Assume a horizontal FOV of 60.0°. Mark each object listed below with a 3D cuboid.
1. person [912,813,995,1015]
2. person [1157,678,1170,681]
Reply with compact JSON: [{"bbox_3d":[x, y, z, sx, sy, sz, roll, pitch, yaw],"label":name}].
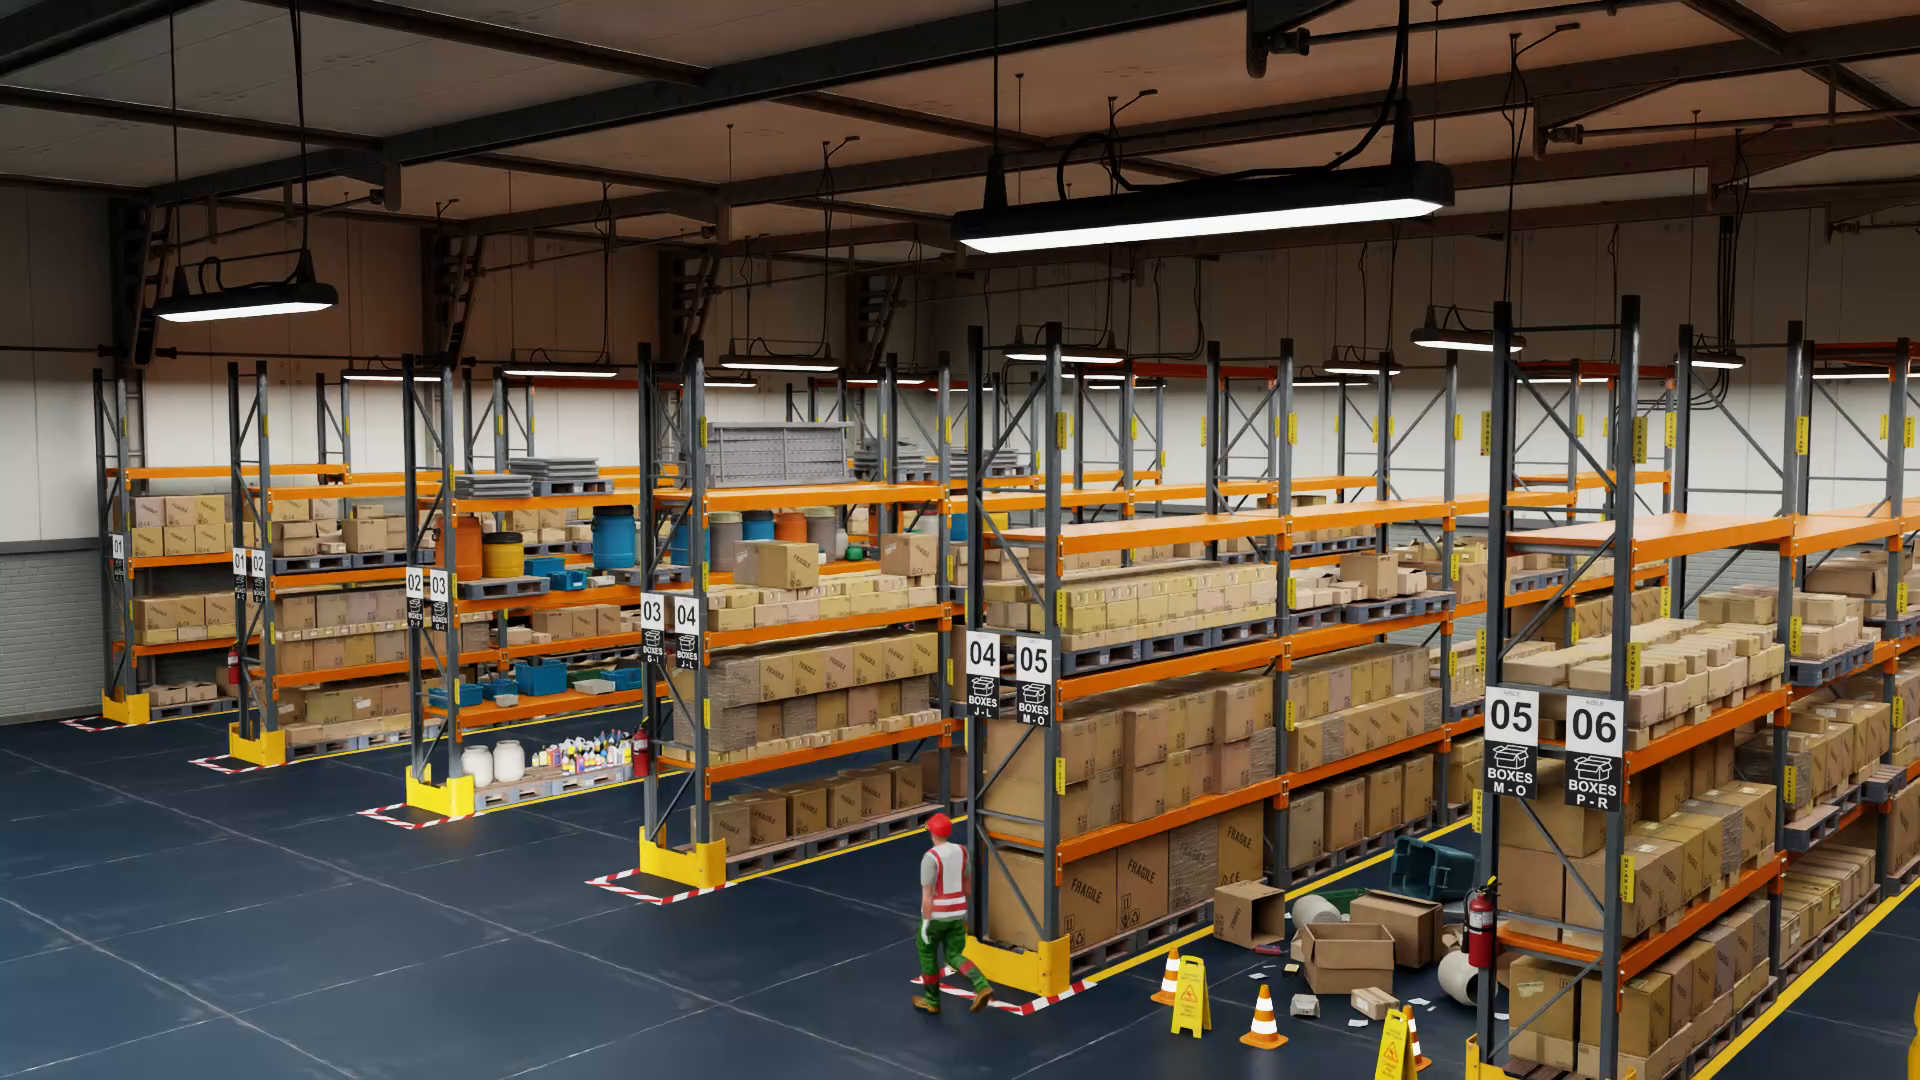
[{"bbox_3d":[-0.085,3.231,14.282,0.608,1.760,0.859,-4,6,-43],"label":"person"},{"bbox_3d":[2.774,2.632,22.697,0.572,1.784,0.620,4,6,45],"label":"person"}]
